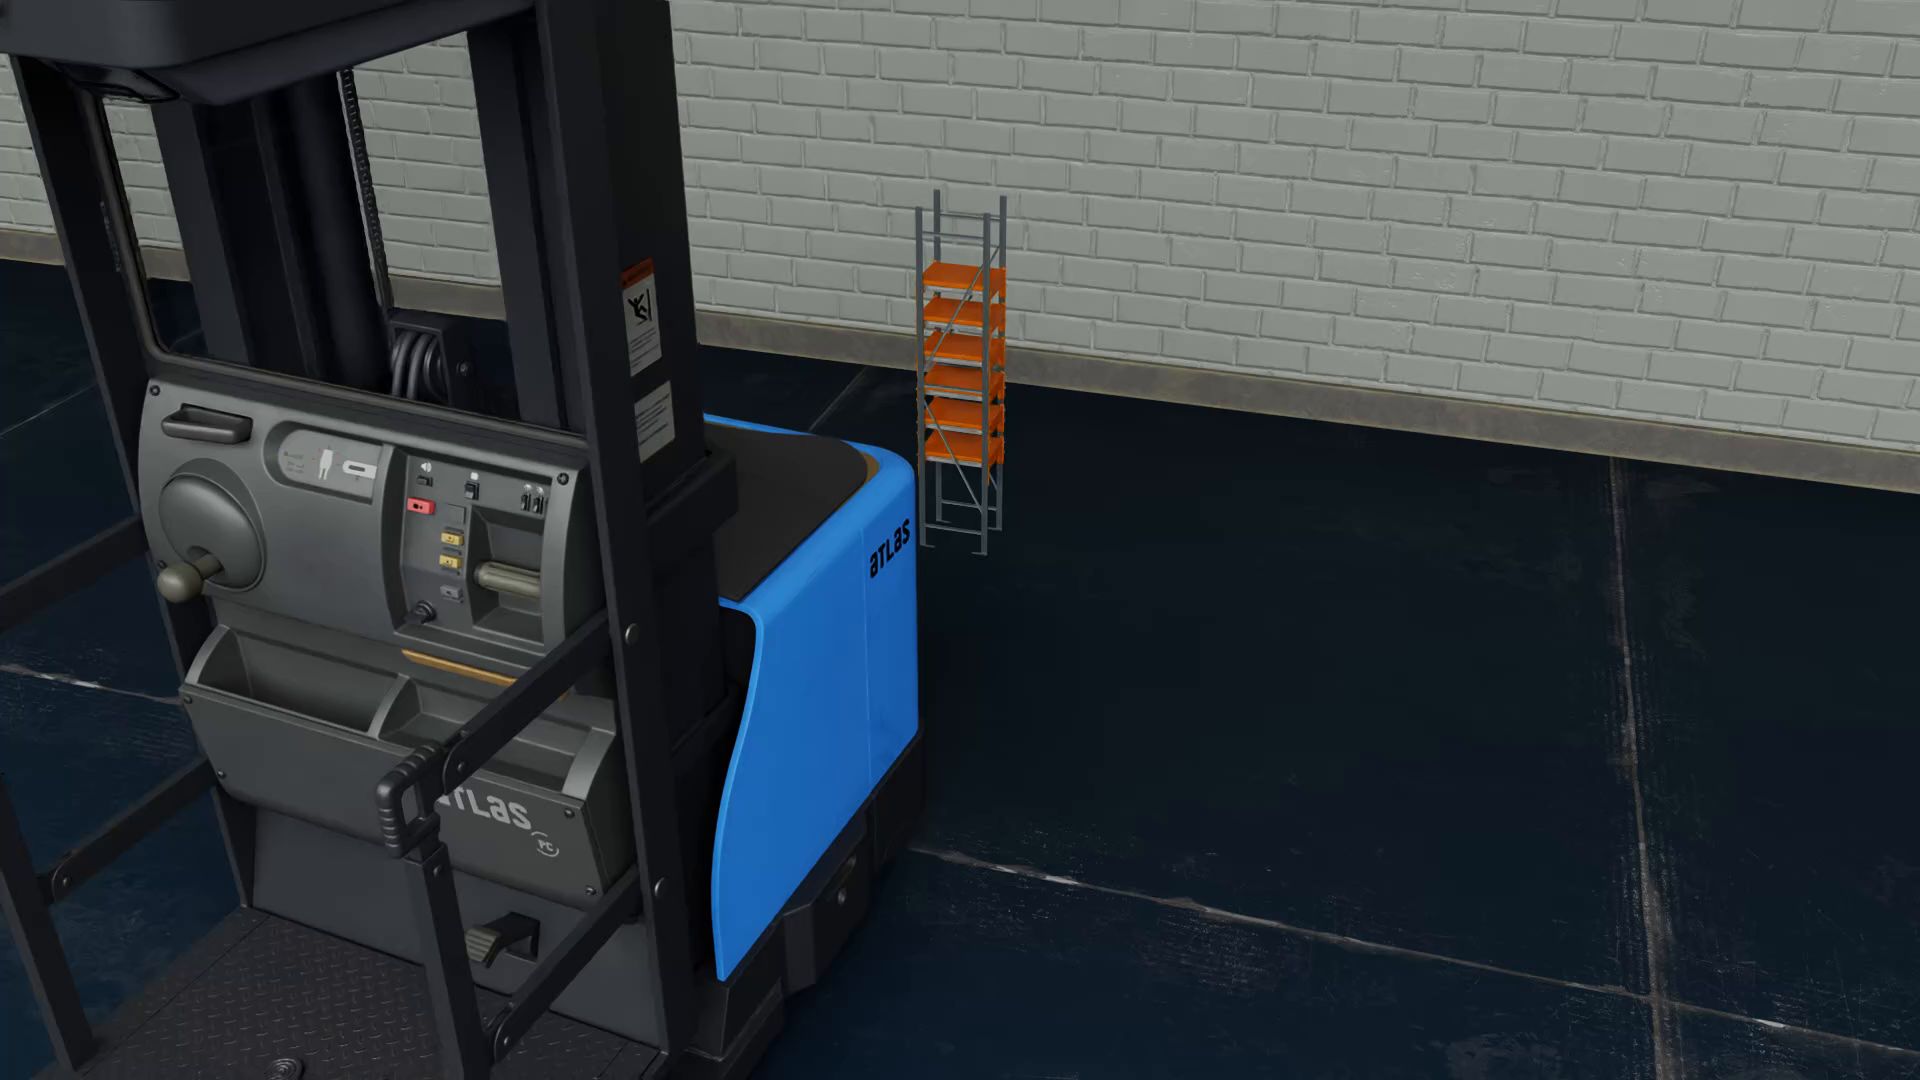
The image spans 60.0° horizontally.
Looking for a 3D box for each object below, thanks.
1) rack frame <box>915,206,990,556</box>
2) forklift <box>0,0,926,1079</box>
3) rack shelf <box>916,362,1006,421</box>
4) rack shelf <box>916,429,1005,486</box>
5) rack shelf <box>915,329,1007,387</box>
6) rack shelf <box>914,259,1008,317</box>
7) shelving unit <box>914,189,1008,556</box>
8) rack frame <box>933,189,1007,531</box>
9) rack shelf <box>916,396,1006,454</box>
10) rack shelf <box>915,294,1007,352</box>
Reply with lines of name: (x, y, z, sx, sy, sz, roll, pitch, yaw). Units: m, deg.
rack frame: (-0.023, -0.489, 5.394, 0.240, 1.200, 0.006, 8, 30, 15)
forklift: (-1.139, 0.014, 2.710, 1.130, 2.935, 3.031, 12, 31, 20)
rack shelf: (0.004, -0.492, 5.492, 0.258, 0.103, 0.180, 8, 30, 15)
rack shelf: (0.004, -0.282, 5.609, 0.258, 0.103, 0.180, 8, 30, 15)
rack shelf: (0.004, -0.597, 5.434, 0.258, 0.103, 0.180, 8, 30, 15)
rack shelf: (0.004, -0.807, 5.317, 0.258, 0.103, 0.180, 8, 30, 15)
shelving unit: (0.004, -0.531, 5.470, 0.258, 1.200, 0.189, 8, 30, 15)
rack frame: (0.031, -0.574, 5.547, 0.240, 1.200, 0.006, 8, 30, 15)
rack shelf: (0.004, -0.387, 5.550, 0.258, 0.103, 0.180, 8, 30, 15)
rack shelf: (0.004, -0.702, 5.375, 0.258, 0.103, 0.180, 8, 30, 15)
